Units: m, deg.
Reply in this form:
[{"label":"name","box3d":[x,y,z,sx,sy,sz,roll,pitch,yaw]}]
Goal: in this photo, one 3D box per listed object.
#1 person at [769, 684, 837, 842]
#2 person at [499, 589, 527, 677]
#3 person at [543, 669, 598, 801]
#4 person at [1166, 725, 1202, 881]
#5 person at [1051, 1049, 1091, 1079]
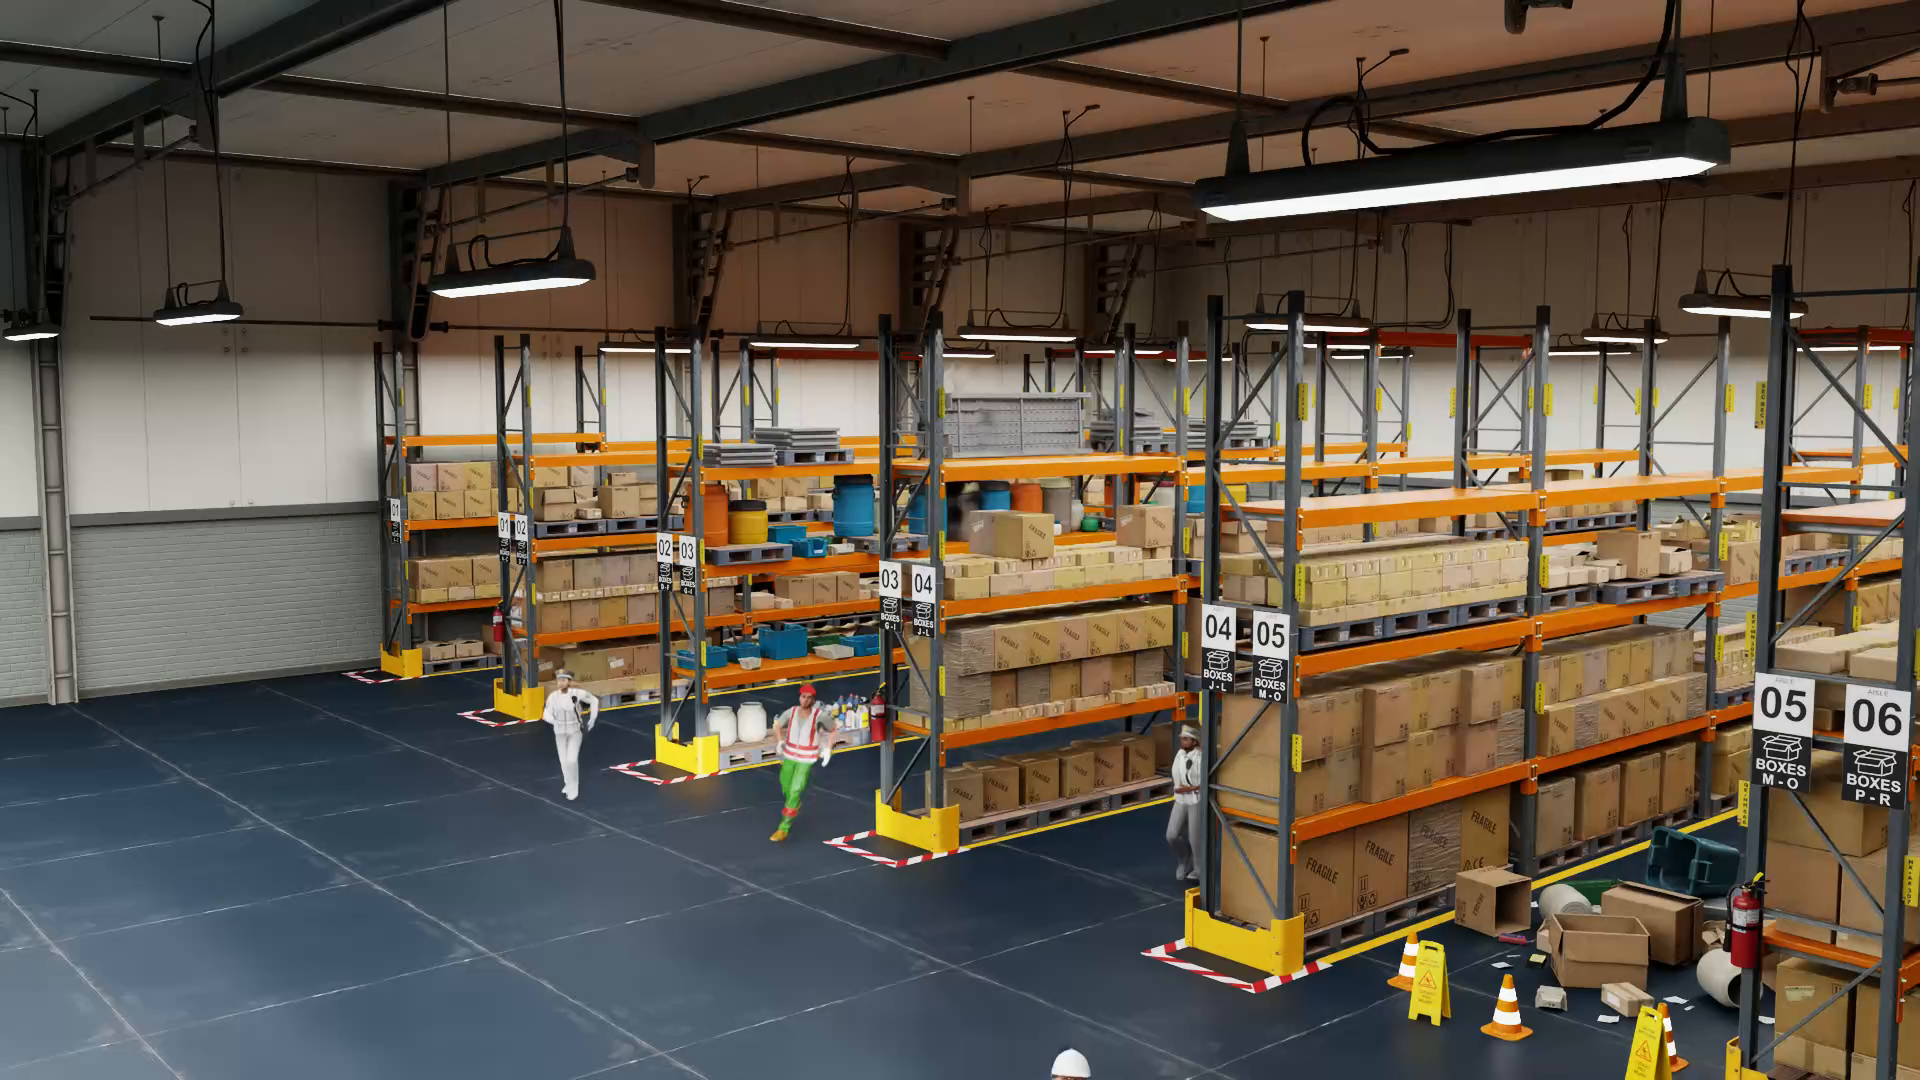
[{"label":"person","box3d":[-1.828,2.531,19.187,0.717,1.745,0.971,1,5,16]},{"label":"person","box3d":[-7.490,1.716,28.304,0.679,1.812,0.849,4,6,35]},{"label":"person","box3d":[-4.883,2.422,20.821,0.620,1.670,0.827,0,5,3]},{"label":"person","box3d":[2.381,2.756,17.328,0.637,1.691,0.553,-5,7,-43]},{"label":"person","box3d":[0.559,3.484,8.674,0.686,1.780,1.051,0,5,1]}]
